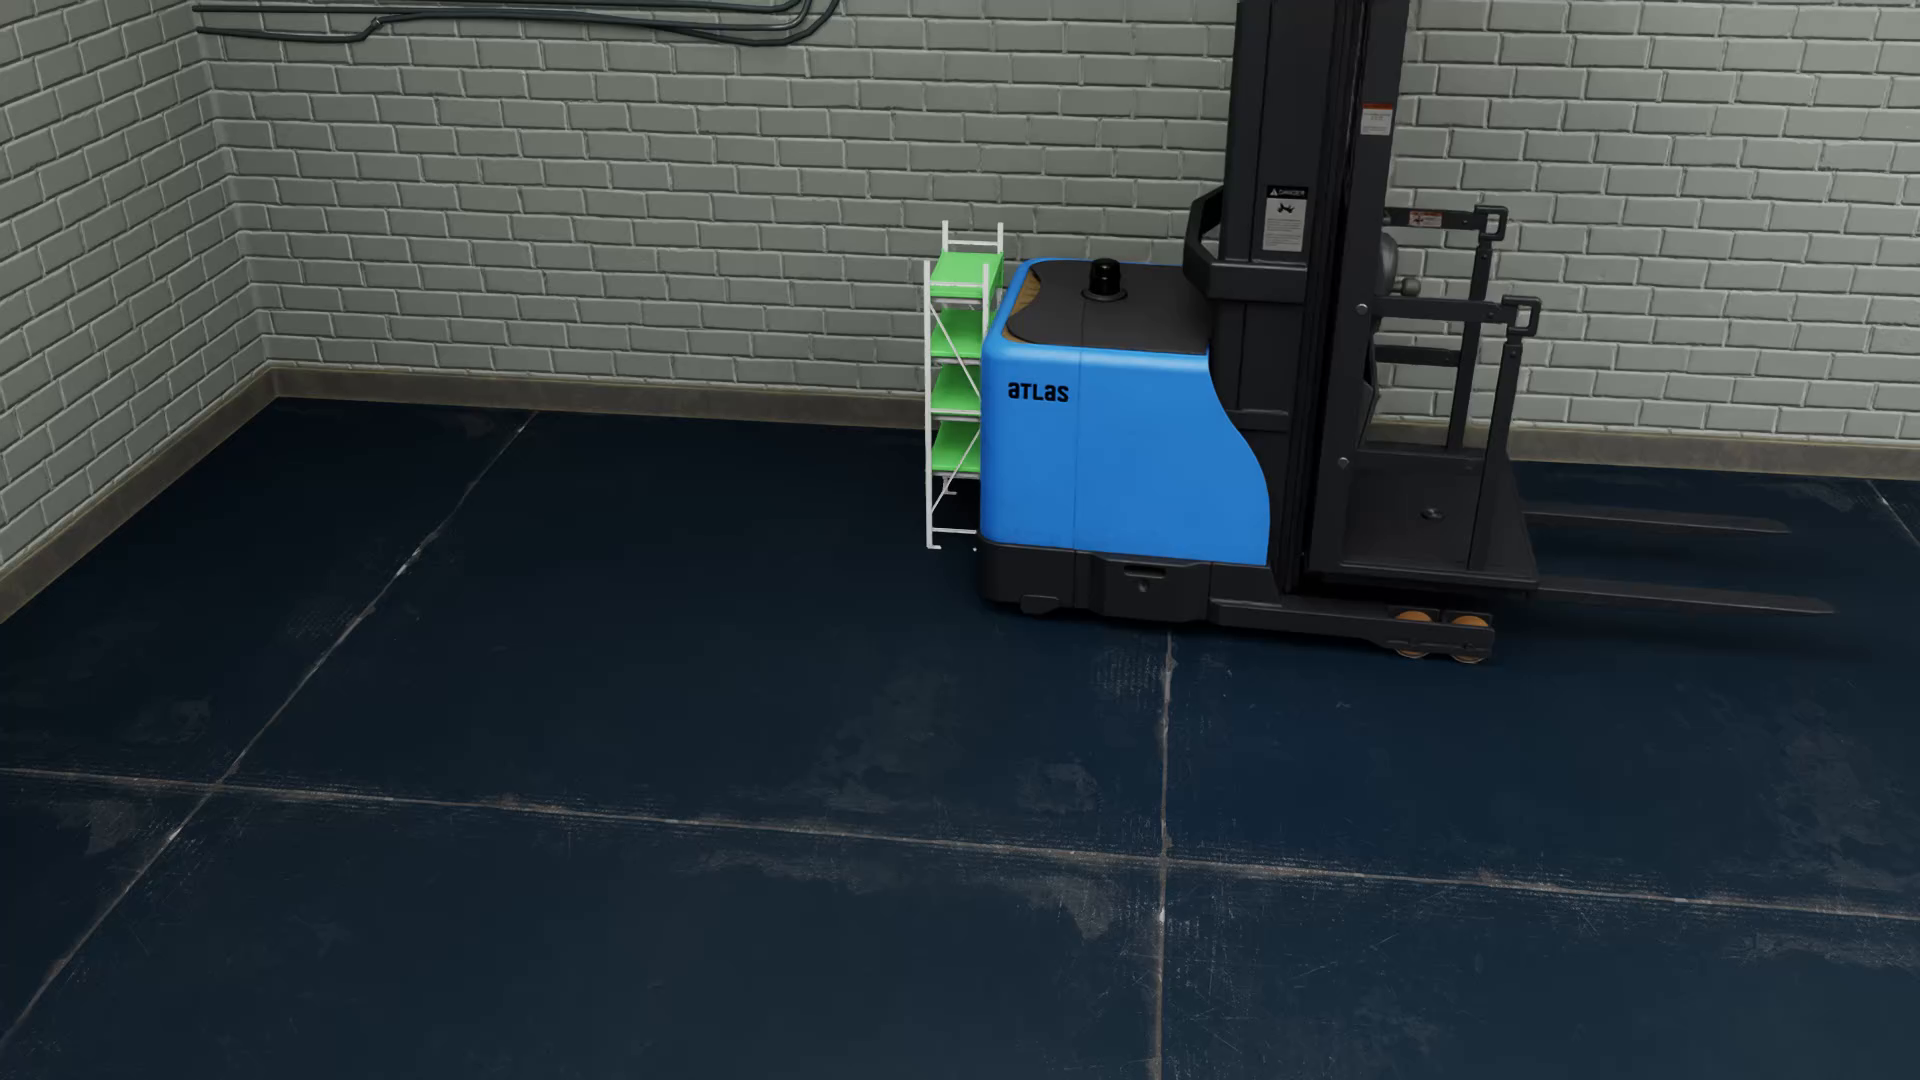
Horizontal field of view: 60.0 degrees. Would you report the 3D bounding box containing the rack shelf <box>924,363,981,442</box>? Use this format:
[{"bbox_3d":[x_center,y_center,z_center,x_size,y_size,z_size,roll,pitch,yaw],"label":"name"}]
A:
[{"bbox_3d":[0.019,-0.550,6.641,0.258,0.148,0.480,4,29,7],"label":"rack shelf"}]

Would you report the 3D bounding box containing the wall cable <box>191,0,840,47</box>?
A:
[{"bbox_3d":[-1.969,-3.202,6.479,3.097,2.526,0.112,3,28,6],"label":"wall cable"}]

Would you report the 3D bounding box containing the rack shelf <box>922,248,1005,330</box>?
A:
[{"bbox_3d":[0.019,-0.973,6.413,0.258,0.148,0.480,4,29,7],"label":"rack shelf"}]

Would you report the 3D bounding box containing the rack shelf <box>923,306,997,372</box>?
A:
[{"bbox_3d":[0.019,-0.761,6.527,0.258,0.148,0.480,4,29,7],"label":"rack shelf"}]

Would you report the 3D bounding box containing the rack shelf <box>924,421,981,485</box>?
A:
[{"bbox_3d":[0.019,-0.339,6.754,0.258,0.148,0.480,4,29,7],"label":"rack shelf"}]

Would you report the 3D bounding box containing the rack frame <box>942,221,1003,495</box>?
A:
[{"bbox_3d":[0.051,-0.721,6.823,0.240,1.200,0.015,4,29,7],"label":"rack frame"}]

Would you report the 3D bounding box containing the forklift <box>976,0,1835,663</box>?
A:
[{"bbox_3d":[1.627,-1.124,5.746,3.031,2.935,1.130,5,29,9],"label":"forklift"}]

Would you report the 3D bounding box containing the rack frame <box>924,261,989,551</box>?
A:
[{"bbox_3d":[-0.013,-0.492,6.397,0.240,1.200,0.015,4,29,7],"label":"rack frame"}]

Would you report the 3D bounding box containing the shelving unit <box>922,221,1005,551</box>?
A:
[{"bbox_3d":[0.019,-0.606,6.610,0.258,1.200,0.503,4,29,7],"label":"shelving unit"}]
